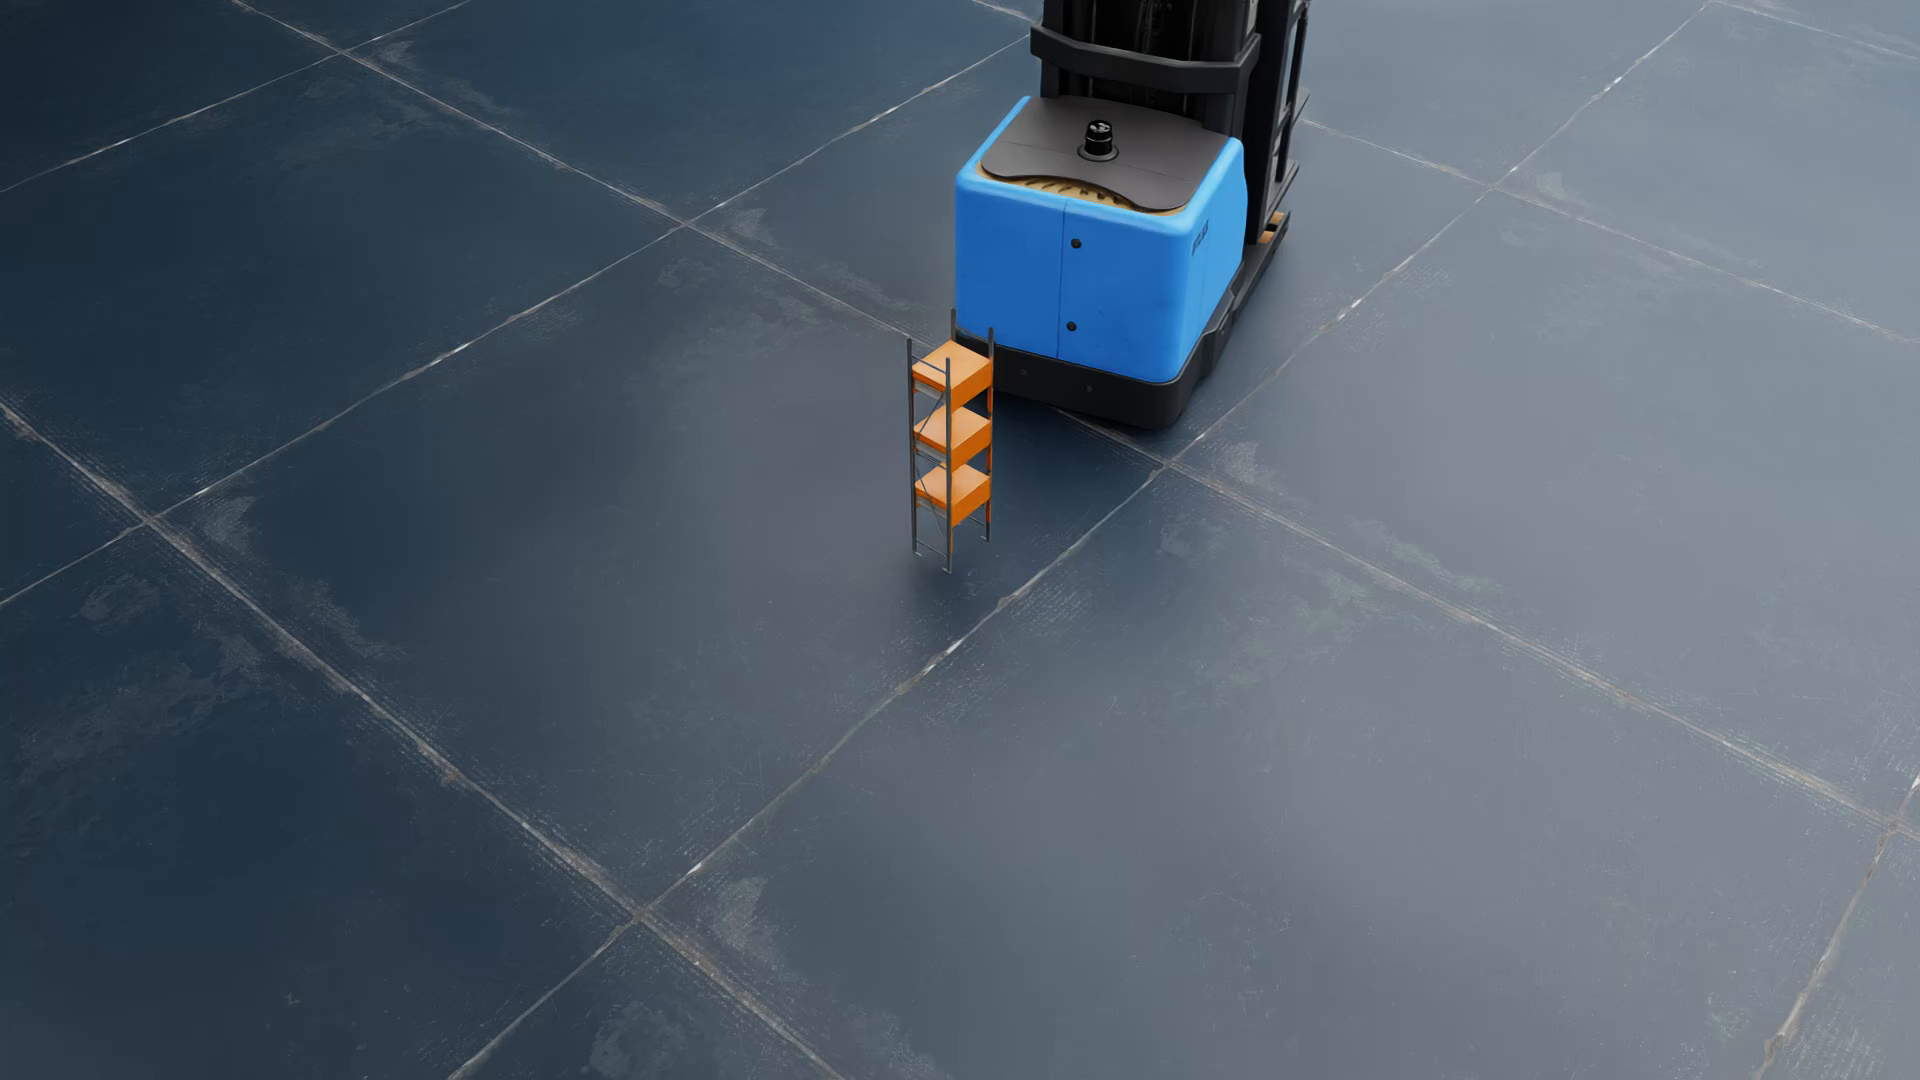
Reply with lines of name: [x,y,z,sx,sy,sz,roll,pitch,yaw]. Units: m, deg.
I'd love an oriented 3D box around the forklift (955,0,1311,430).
forklift: [1.012,-2.559,7.385,1.130,2.935,3.031,16,45,17]

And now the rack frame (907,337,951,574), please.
rack frame: [-0.113,-0.298,6.297,0.200,1.050,0.008,29,50,28]

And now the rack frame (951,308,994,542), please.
rack frame: [0.044,-0.424,6.436,0.200,1.050,0.008,29,50,28]

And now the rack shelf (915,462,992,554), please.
rack shelf: [-0.034,-0.147,6.561,0.215,0.259,0.240,29,50,28]

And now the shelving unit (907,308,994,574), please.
shelving unit: [-0.034,-0.361,6.367,0.215,1.050,0.252,29,50,28]

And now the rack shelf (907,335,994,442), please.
rack shelf: [-0.034,-0.563,6.183,0.215,0.259,0.240,29,50,28]

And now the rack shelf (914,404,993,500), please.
rack shelf: [-0.034,-0.353,6.374,0.215,0.259,0.240,29,50,28]
